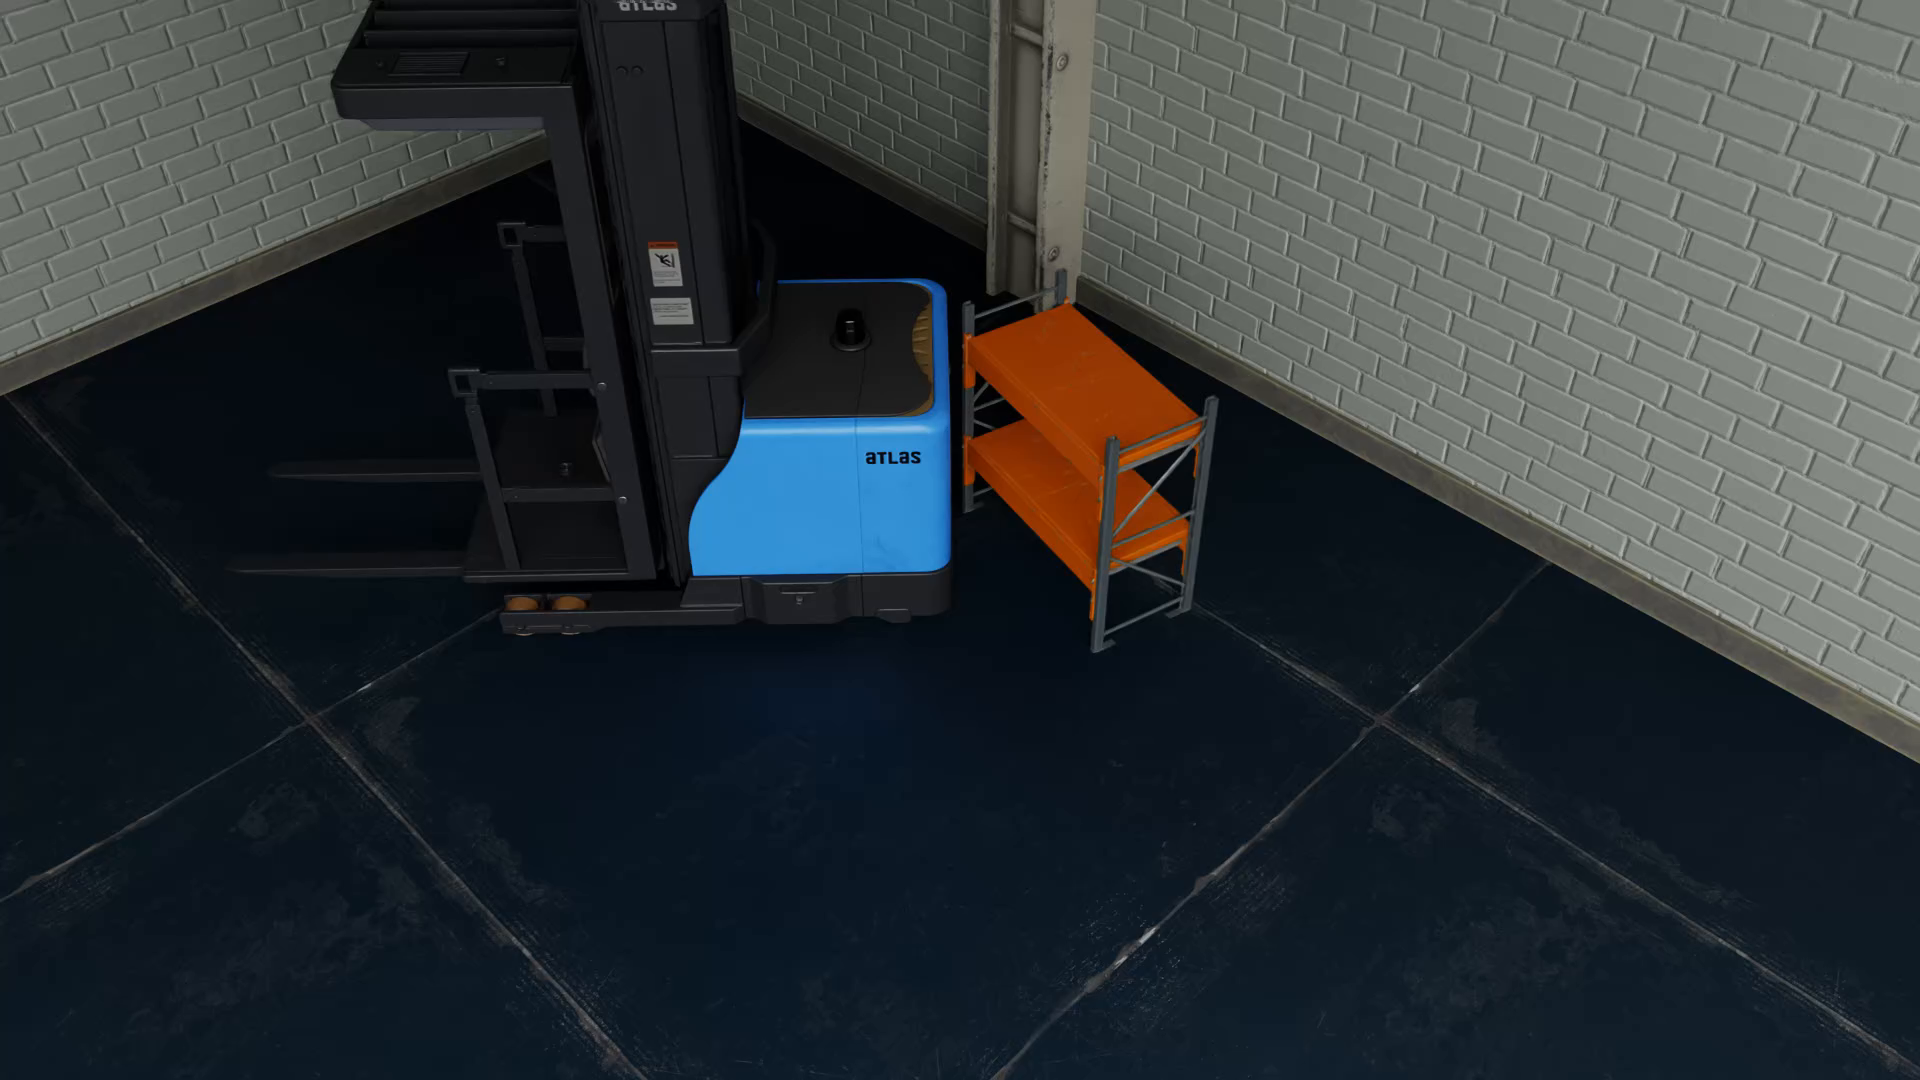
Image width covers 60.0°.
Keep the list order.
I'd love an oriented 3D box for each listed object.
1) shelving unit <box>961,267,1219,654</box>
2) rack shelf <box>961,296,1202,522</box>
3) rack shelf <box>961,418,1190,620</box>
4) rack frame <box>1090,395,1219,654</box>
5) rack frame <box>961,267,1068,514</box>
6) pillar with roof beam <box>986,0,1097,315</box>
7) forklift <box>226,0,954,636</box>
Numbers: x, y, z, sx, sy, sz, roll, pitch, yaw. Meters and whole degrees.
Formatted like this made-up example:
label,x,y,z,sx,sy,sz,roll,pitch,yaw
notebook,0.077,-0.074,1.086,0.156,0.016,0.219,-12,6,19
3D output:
label,x,y,z,sx,sy,sz,roll,pitch,yaw
shelving unit,0.494,-0.334,6.900,0.538,1.125,1.048,-23,47,-23
rack shelf,0.494,-0.549,6.702,0.538,0.278,1.000,-23,47,-23
rack shelf,0.494,-0.155,7.066,0.538,0.278,1.000,-23,47,-23
rack frame,0.759,-0.040,6.582,0.500,1.125,0.032,-23,47,-23
rack frame,0.228,-0.628,7.219,0.500,1.125,0.032,-23,47,-23
pillar with roof beam,-2.667,-2.531,3.476,9.100,9.000,0.400,-34,53,-31
forklift,-1.548,-1.043,6.336,3.031,2.935,1.130,-1,43,-1
